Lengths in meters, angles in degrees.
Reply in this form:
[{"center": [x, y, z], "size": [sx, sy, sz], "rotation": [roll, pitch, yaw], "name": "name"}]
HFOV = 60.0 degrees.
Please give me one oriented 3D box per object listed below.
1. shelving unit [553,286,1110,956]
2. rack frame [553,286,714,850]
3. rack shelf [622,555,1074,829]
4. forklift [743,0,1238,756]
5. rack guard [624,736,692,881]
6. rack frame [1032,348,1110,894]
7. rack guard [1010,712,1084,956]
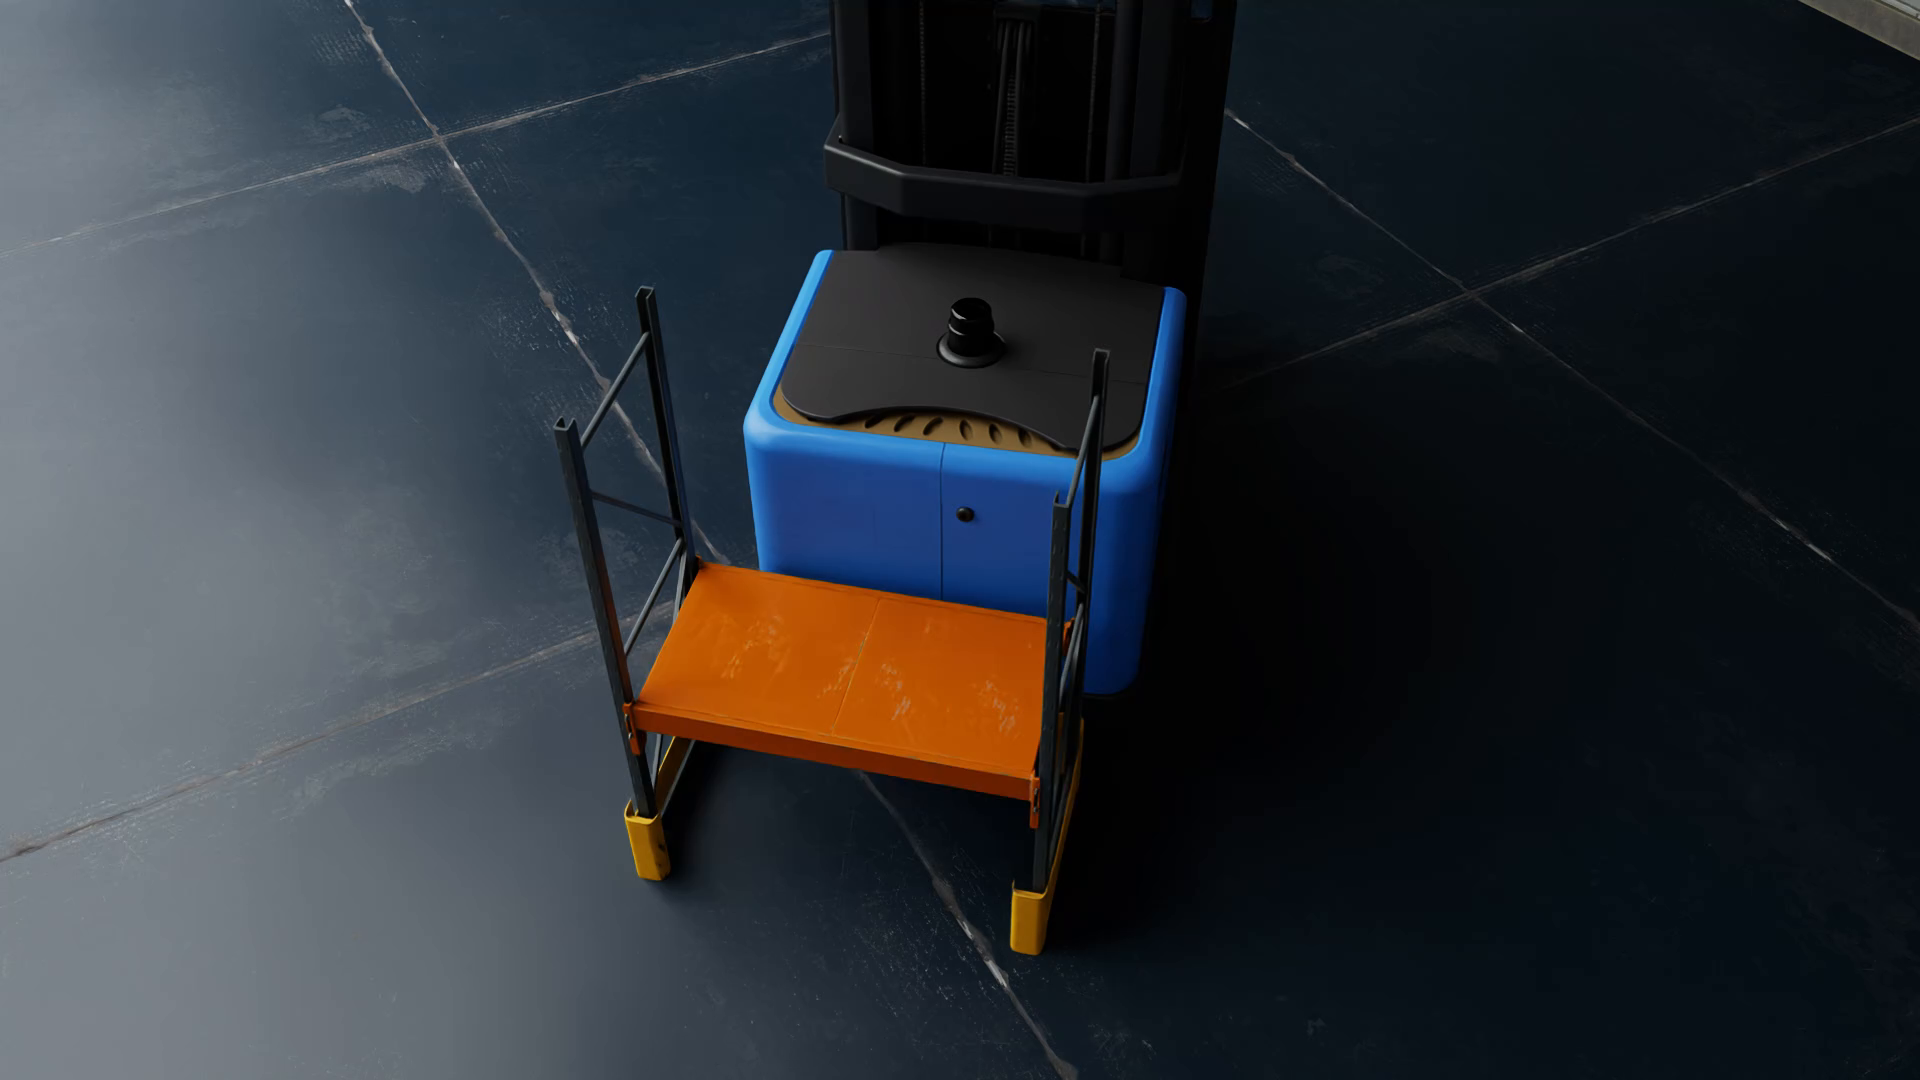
[{"center": [-0.258, 0.225, 3.941], "size": [1.083, 1.500, 0.587], "rotation": [9, 45, 9], "name": "shelving unit"}, {"center": [-0.745, 0.148, 4.020], "size": [0.032, 1.500, 0.500], "rotation": [9, 45, 9], "name": "rack frame"}, {"center": [-0.249, 0.356, 4.065], "size": [1.000, 0.185, 0.538], "rotation": [9, 45, 9], "name": "rack shelf"}, {"center": [0.234, -1.502, 4.693], "size": [1.130, 2.935, 3.031], "rotation": [7, 45, 8], "name": "forklift"}, {"center": [-0.744, 0.597, 4.456], "size": [0.087, 0.250, 0.587], "rotation": [9, 45, 9], "name": "rack guard"}, {"center": [0.247, 0.305, 3.859], "size": [0.032, 1.500, 0.500], "rotation": [9, 45, 9], "name": "rack frame"}, {"center": [0.228, 0.751, 4.297], "size": [0.087, 0.250, 0.587], "rotation": [9, 45, 9], "name": "rack guard"}]
